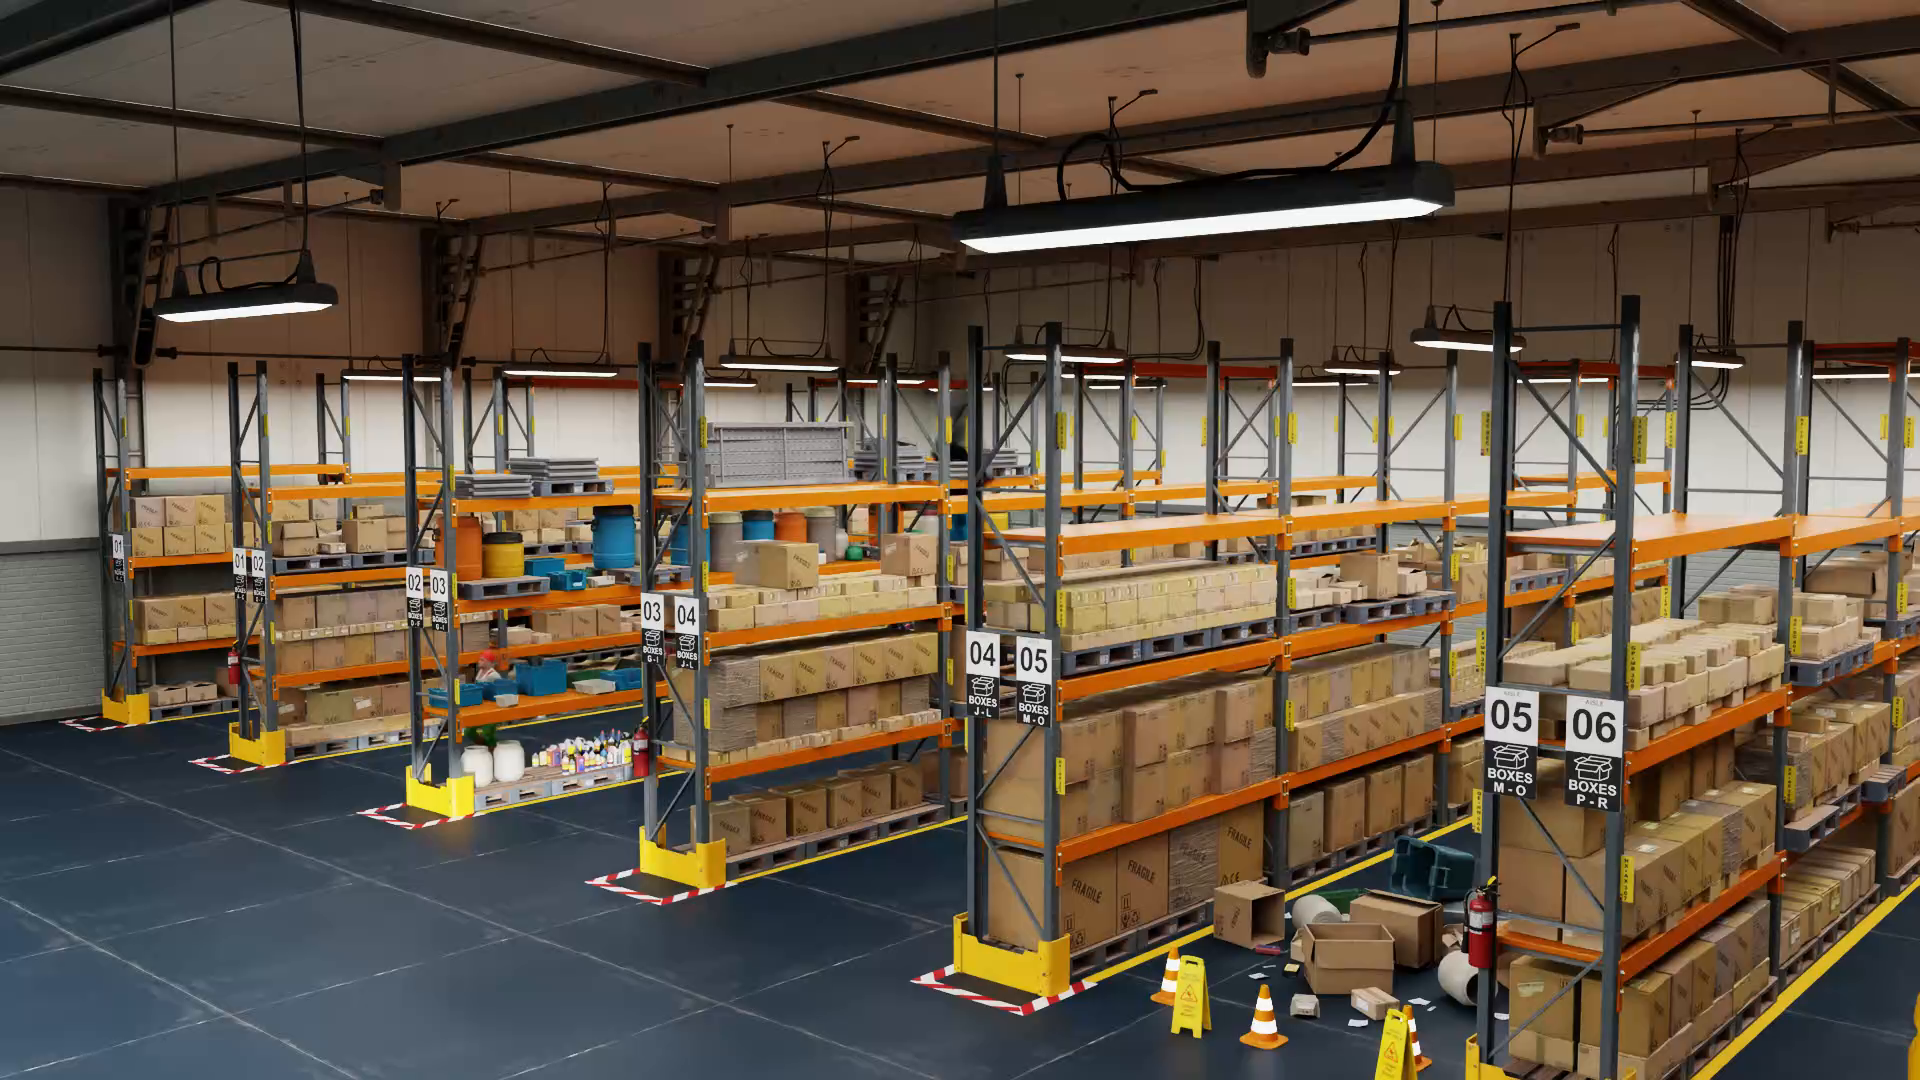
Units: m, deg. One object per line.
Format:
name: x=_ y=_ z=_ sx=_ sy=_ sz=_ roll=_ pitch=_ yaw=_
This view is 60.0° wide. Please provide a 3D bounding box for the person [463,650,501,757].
person: x=-6.947 y=2.482 z=24.456 sx=0.645 sy=1.745 sz=0.637 roll=4 pitch=6 yaw=41
